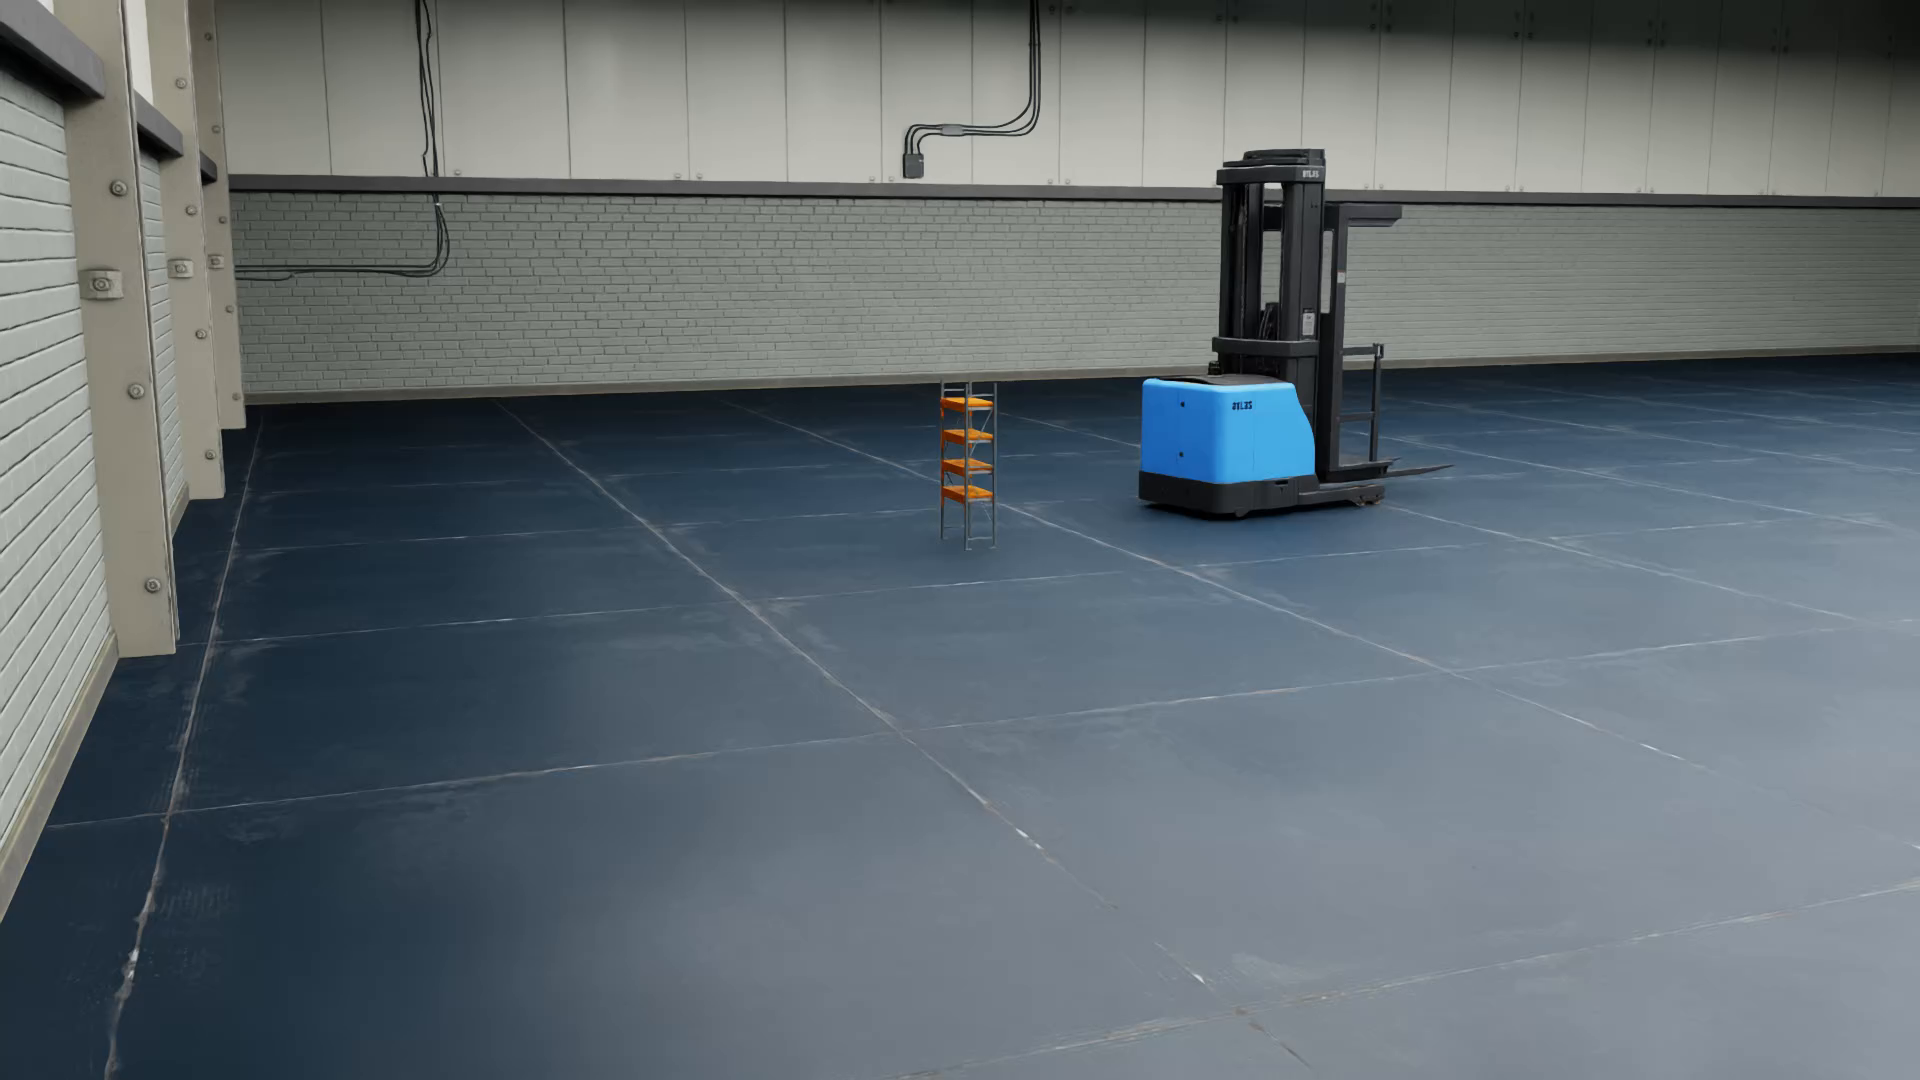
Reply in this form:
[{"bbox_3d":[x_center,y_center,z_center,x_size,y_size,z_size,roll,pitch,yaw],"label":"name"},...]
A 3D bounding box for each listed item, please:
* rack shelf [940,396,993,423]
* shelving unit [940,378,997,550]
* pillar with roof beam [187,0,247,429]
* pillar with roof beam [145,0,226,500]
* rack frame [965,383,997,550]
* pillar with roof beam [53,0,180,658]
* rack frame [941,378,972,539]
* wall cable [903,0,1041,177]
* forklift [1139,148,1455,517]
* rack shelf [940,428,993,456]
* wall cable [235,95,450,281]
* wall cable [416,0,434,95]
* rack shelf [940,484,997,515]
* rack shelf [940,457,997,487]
[{"bbox_3d":[0.060,-0.951,12.094,0.258,0.148,0.480,-4,11,-21],"label":"rack shelf"},{"bbox_3d":[0.060,-0.564,12.163,0.258,1.200,0.503,-4,11,-21],"label":"shelving unit"},{"bbox_3d":[-4.788,-6.072,20.860,9.100,9.000,0.400,-4,11,-21],"label":"pillar with roof beam"},{"bbox_3d":[-2.614,-5.092,15.354,9.100,9.000,0.400,-4,11,-21],"label":"pillar with roof beam"},{"bbox_3d":[0.148,-0.524,11.939,0.240,1.200,0.015,-4,11,-21],"label":"rack frame"},{"bbox_3d":[-0.440,-4.113,9.848,9.100,9.000,0.400,-4,11,-21],"label":"pillar with roof beam"},{"bbox_3d":[-0.028,-0.604,12.387,0.240,1.200,0.015,-4,11,-21],"label":"rack frame"},{"bbox_3d":[0.218,-8.638,25.574,2.305,6.003,0.169,-4,11,-21],"label":"wall cable"},{"bbox_3d":[3.008,-1.799,14.165,3.031,2.935,1.130,-7,12,-33],"label":"forklift"},{"bbox_3d":[0.060,-0.718,12.136,0.258,0.148,0.480,-4,11,-21],"label":"rack shelf"},{"bbox_3d":[-8.636,-4.835,22.771,3.097,2.526,0.112,-4,11,-21],"label":"wall cable"},{"bbox_3d":[-6.114,-7.493,23.294,3.097,2.526,0.112,-4,11,-21],"label":"wall cable"},{"bbox_3d":[0.060,-0.302,12.210,0.258,0.148,0.480,-4,11,-21],"label":"rack shelf"},{"bbox_3d":[0.060,-0.497,12.175,0.258,0.148,0.480,-4,11,-21],"label":"rack shelf"}]
